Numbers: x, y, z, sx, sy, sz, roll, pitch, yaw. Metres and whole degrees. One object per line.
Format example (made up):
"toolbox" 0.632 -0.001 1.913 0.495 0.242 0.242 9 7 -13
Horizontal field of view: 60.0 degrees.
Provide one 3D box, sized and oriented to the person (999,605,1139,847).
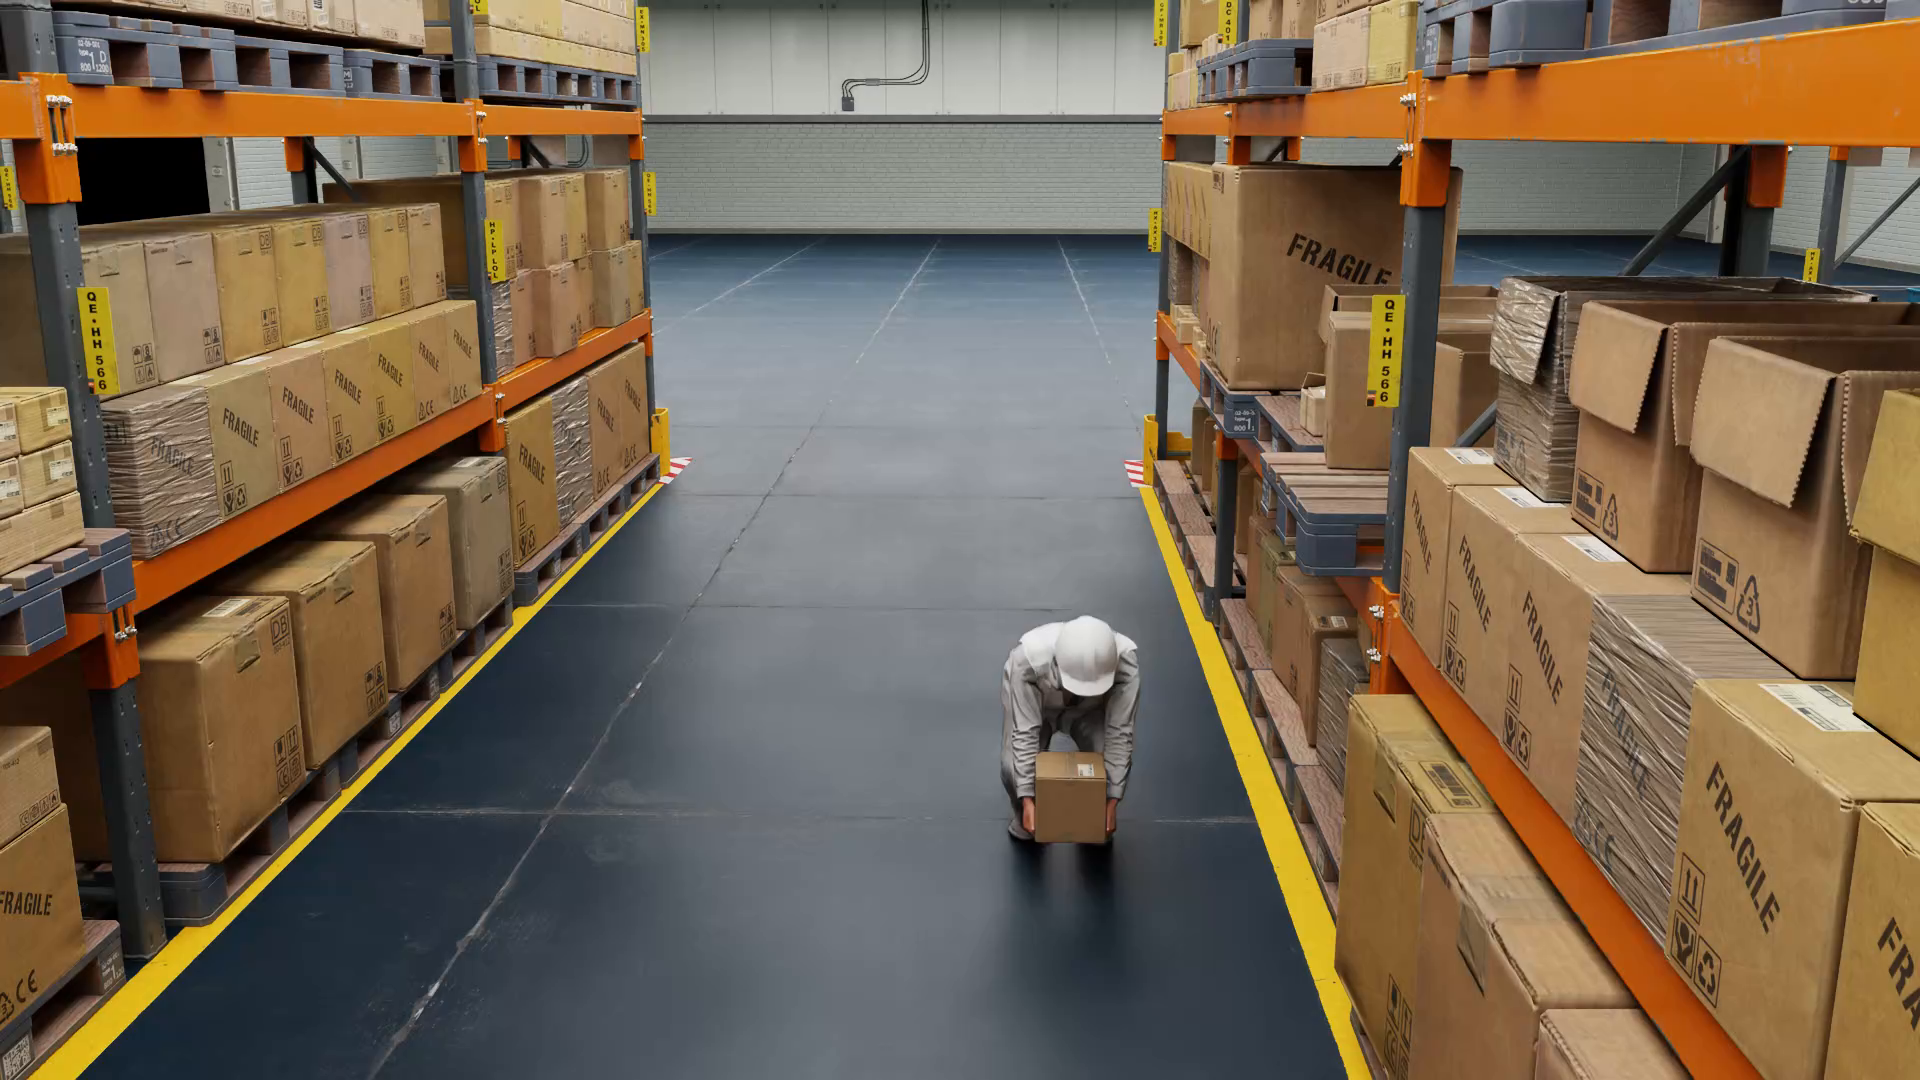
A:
"person" 0.401 0.695 6.259 0.506 0.992 0.966 0 14 0
